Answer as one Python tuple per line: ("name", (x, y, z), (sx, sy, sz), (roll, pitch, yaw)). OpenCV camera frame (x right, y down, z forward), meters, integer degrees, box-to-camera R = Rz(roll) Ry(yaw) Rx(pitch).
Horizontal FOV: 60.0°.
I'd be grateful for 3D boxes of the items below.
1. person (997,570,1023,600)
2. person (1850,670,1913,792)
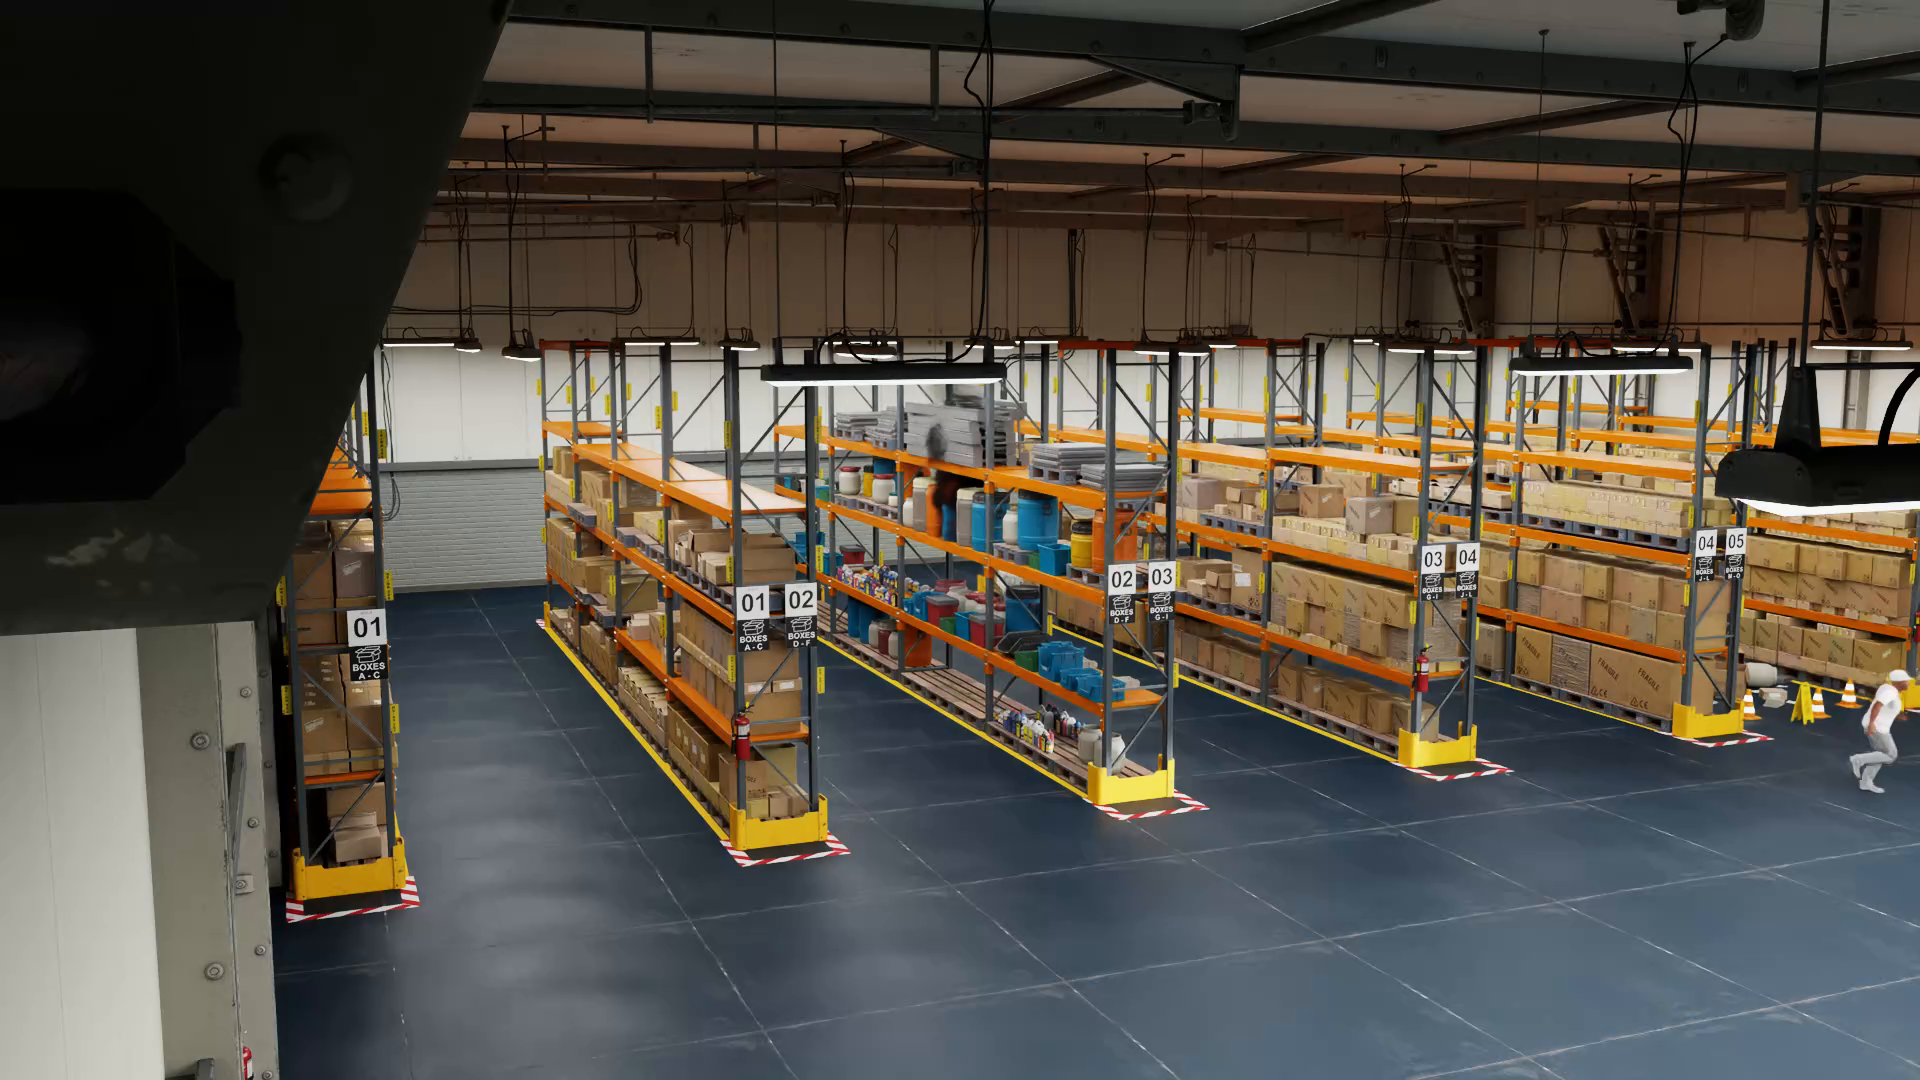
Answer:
("person", (1.045, 1.088, 34.144), (0.629, 1.680, 0.677), (-3, 8, -24))
("person", (12.494, 2.584, 22.560), (0.736, 1.686, 0.689), (2, 8, 14))
